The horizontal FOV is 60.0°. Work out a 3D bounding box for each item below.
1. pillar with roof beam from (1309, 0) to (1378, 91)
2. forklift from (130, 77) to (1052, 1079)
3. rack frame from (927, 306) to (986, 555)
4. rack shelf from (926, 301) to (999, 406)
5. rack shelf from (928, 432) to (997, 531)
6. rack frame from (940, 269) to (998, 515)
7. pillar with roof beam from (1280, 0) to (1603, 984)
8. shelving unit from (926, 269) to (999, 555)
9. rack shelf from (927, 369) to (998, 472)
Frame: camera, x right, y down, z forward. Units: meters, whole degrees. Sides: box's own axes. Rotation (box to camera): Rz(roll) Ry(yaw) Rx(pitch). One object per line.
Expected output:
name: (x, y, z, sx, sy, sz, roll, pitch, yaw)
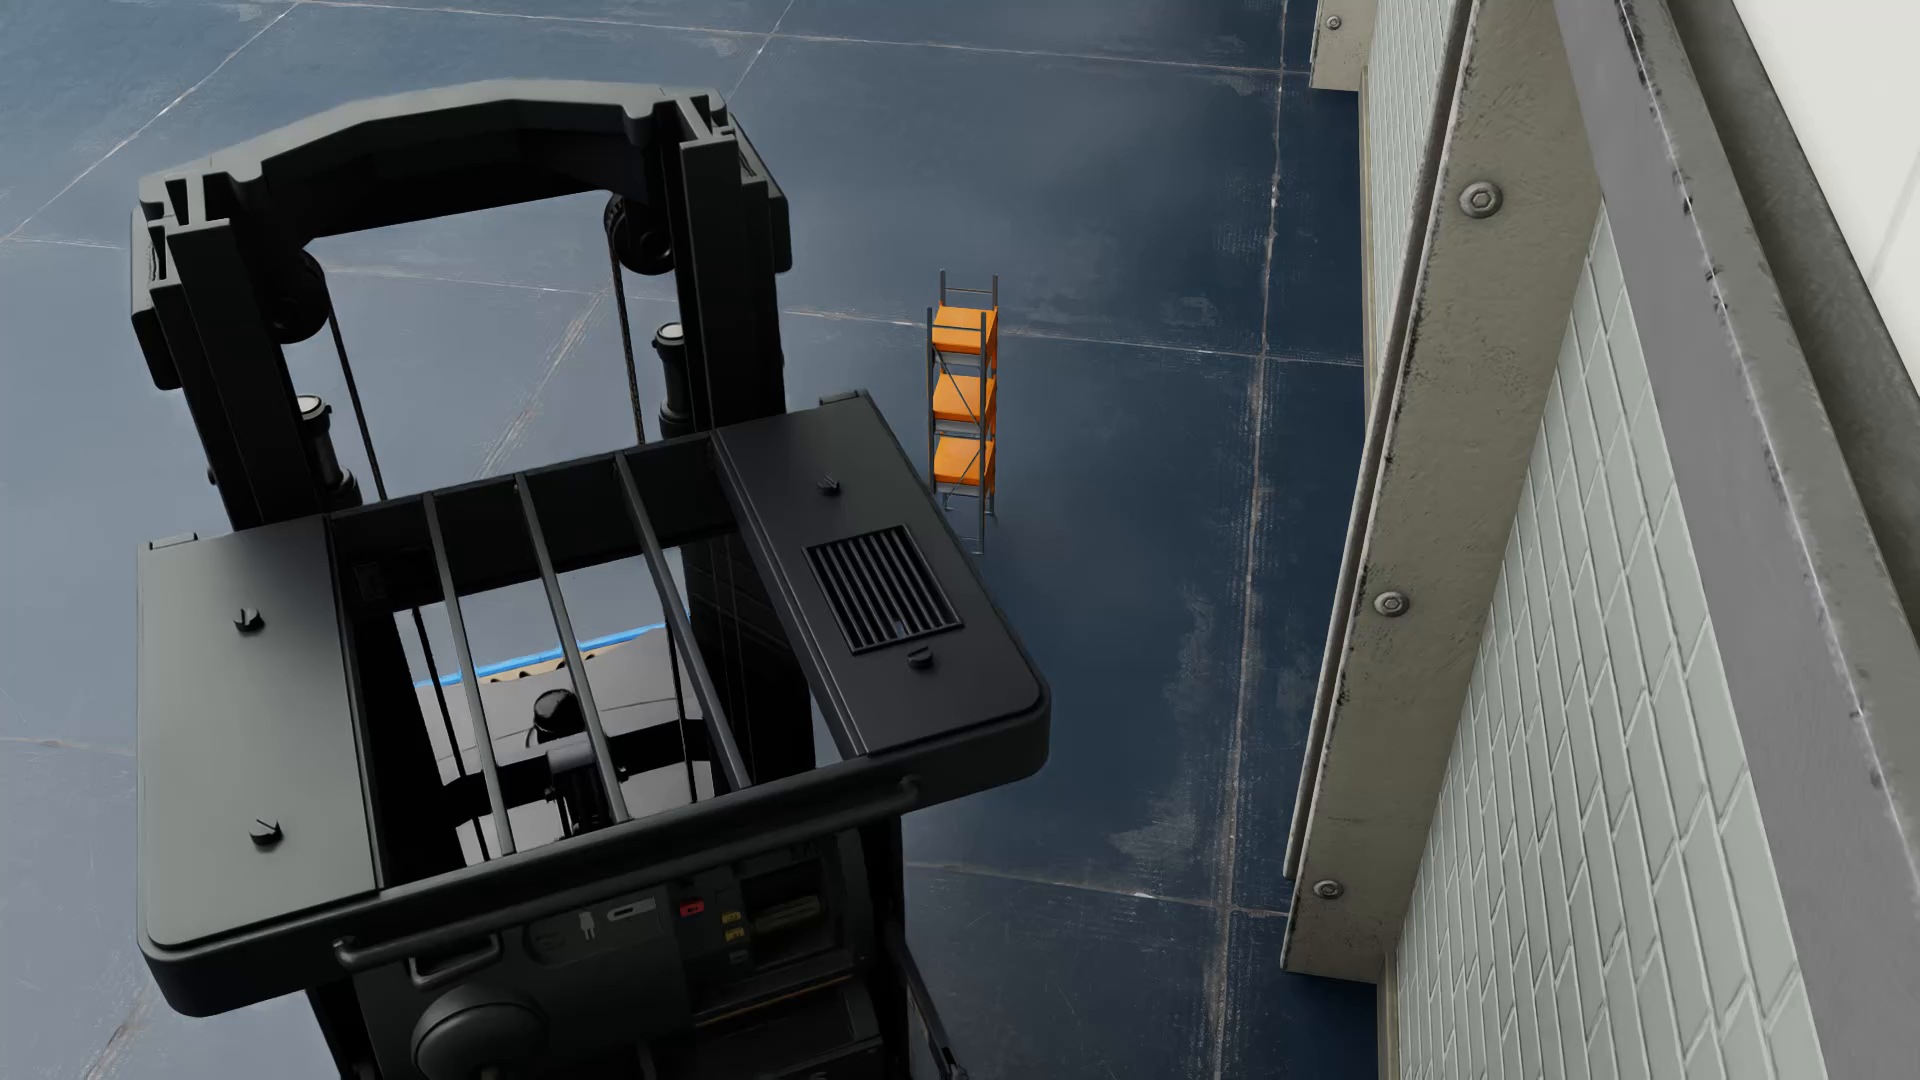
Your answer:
pillar with roof beam: (-2.097, -6.585, 7.153, 9.100, 9.000, 0.400, 6, 40, 8)
forklift: (-0.541, 0.854, 2.916, 1.130, 2.935, 3.031, -14, 42, -16)
rack frame: (-0.012, -0.362, 5.863, 0.200, 1.050, 0.008, 6, 40, 8)
rack shelf: (0.009, -0.649, 5.782, 0.215, 0.259, 0.240, 6, 40, 8)
rack shelf: (0.009, -0.216, 6.140, 0.215, 0.259, 0.240, 6, 40, 8)
rack frame: (0.030, -0.515, 6.049, 0.200, 1.050, 0.008, 6, 40, 8)
pillar with roof beam: (-3.136, -2.820, 2.598, 9.100, 9.000, 0.400, 6, 40, 8)
shelving unit: (0.009, -0.438, 5.956, 0.215, 1.050, 0.252, 6, 40, 8)
rack shelf: (0.009, -0.430, 5.963, 0.215, 0.259, 0.240, 6, 40, 8)
